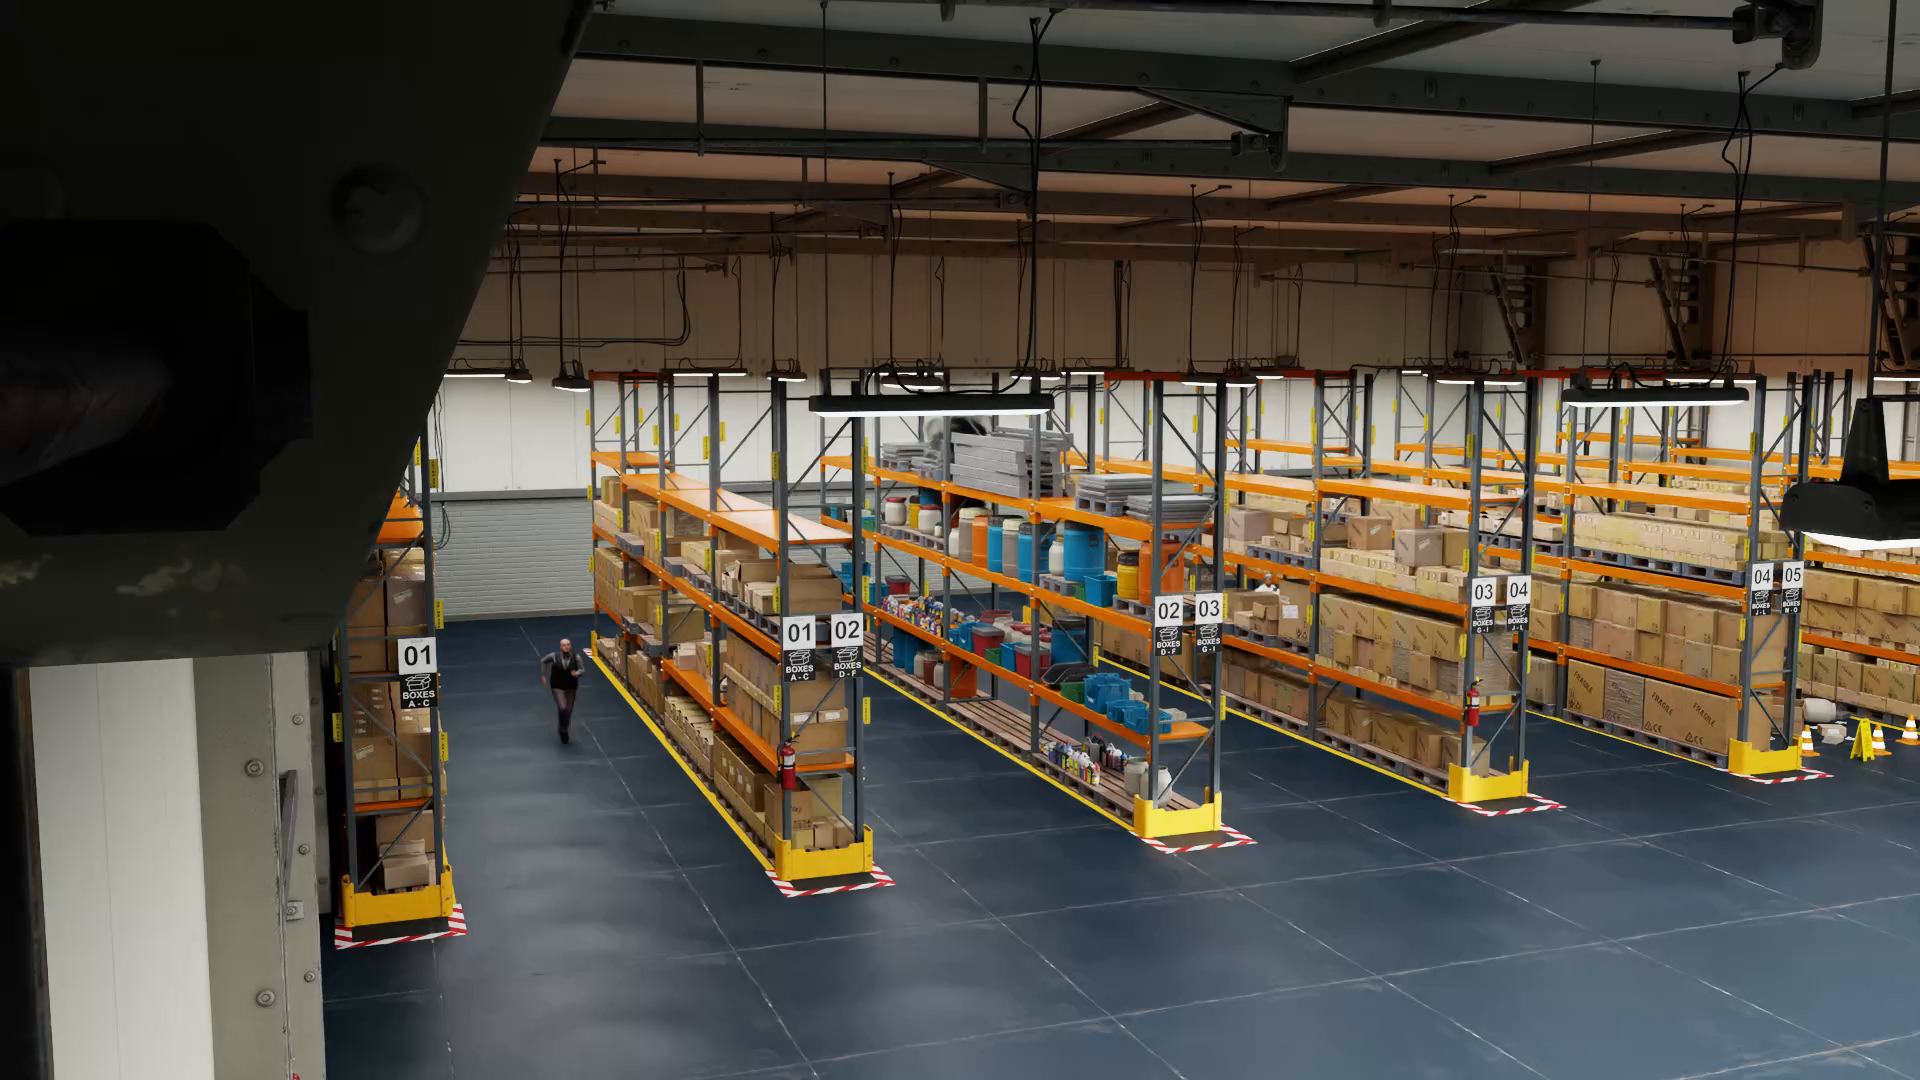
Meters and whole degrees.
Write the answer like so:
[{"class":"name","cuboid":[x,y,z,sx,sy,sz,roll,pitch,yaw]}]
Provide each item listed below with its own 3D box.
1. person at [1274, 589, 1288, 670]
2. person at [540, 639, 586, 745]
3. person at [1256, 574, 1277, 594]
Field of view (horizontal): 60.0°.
[{"class":"person","cuboid":[6.382,1.822,32.607,0.647,1.735,0.602,-3,7,-28]},{"class":"person","cuboid":[-6.465,2.455,27.150,0.681,1.727,0.821,-3,7,-23]},{"class":"person","cuboid":[6.596,1.552,35.515,0.579,1.675,0.678,-1,7,-13]}]
